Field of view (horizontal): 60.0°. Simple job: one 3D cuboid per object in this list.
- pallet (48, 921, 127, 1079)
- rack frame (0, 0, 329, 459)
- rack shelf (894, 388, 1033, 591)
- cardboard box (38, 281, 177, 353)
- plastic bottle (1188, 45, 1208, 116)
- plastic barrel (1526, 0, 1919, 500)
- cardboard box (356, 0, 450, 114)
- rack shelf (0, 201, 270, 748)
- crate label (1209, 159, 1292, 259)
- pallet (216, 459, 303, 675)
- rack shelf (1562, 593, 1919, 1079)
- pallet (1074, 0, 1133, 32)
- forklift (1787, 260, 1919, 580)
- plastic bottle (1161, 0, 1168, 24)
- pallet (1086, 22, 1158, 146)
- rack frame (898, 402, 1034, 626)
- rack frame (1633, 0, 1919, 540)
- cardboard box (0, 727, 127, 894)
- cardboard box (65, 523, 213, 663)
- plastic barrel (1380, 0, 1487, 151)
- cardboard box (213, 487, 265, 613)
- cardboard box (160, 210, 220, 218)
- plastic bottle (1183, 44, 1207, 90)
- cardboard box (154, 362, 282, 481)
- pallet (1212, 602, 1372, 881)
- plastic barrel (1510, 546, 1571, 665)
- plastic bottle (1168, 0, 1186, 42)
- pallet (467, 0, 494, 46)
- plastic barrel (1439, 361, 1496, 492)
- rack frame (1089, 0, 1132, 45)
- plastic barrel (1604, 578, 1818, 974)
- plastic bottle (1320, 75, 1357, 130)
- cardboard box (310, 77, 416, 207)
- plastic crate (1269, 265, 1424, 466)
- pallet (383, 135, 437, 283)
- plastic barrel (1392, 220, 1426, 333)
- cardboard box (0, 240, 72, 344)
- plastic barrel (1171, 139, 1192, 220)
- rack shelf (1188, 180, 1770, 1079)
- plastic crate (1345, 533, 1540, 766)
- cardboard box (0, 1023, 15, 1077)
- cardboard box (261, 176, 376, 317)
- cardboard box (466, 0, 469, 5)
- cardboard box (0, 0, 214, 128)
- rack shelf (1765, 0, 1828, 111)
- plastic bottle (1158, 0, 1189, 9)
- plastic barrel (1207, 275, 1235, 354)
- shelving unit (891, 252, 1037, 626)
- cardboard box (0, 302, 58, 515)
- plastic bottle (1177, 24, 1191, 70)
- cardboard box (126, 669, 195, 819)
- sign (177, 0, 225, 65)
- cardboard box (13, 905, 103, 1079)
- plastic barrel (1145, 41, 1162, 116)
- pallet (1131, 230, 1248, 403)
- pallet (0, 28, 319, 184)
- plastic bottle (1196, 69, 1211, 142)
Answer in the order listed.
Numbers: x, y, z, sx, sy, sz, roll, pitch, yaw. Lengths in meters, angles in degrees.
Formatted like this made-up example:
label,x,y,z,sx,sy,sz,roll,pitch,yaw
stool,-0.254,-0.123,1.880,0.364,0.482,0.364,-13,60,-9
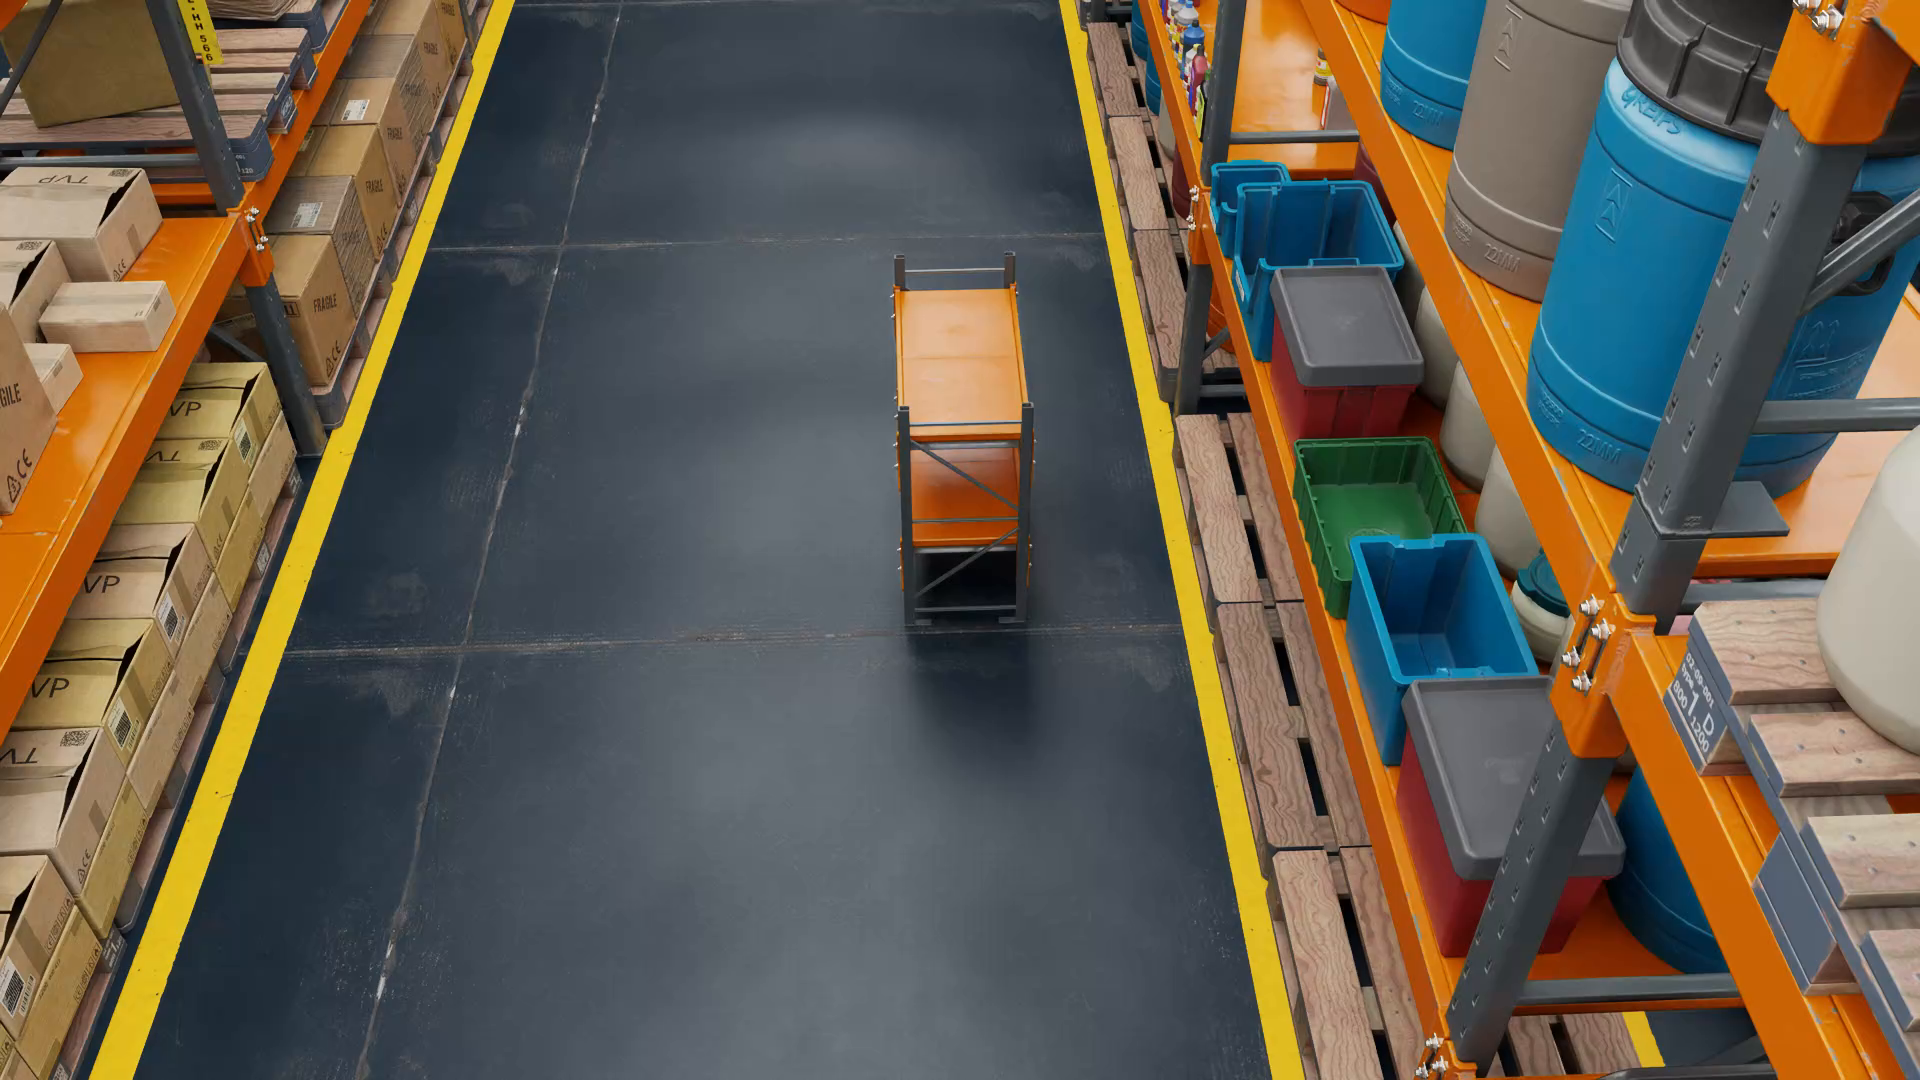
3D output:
label,x,y,z,sx,sy,sz,roll,pitch,yaw
pallet,-3.342,1.720,5.217,1.003,0.211,1.213,-2,43,-2
rack frame,-3.442,-1.512,6.679,1.000,3.000,0.127,-2,43,-2
rack shelf,0.000,-0.239,7.040,0.538,0.278,1.000,-2,43,-2
cardboard box,-3.127,-0.820,6.110,0.380,0.149,0.250,-2,43,-2
plastic bottle,1.054,-2.025,7.325,0.061,0.283,0.133,-2,43,-2
plastic barrel,1.439,-0.578,3.070,0.600,0.901,0.708,-2,43,-2
cardboard box,-3.292,-2.794,9.602,0.500,0.500,0.500,-2,43,-2
rack shelf,-3.357,0.104,5.449,1.077,0.370,4.000,-2,43,-2
crate label,1.151,-1.294,6.566,0.303,0.233,0.416,-2,43,-2
pallet,-3.446,0.073,7.014,1.003,0.211,1.213,-2,43,-2
rack shelf,1.762,1.559,1.642,1.077,0.370,4.000,-2,43,-2
pallet,1.267,-3.819,11.260,1.003,0.211,1.213,-2,43,-2
forklift,3.172,-0.207,5.306,1.130,2.935,3.031,-1,43,-2
plastic bottle,1.015,-2.641,7.997,0.061,0.283,0.133,-2,43,-2
pallet,1.329,-2.801,10.150,1.003,0.211,1.213,-2,43,-2
rack frame,0.021,-0.076,6.500,0.500,1.125,0.032,-2,43,-2
rack frame,1.677,-1.162,1.858,1.000,3.000,0.127,-2,43,-2
cardboard box,-3.080,0.867,5.393,0.500,0.311,0.500,-3,43,-3
cardboard box,-3.126,0.179,6.144,0.500,0.311,0.500,-2,43,-2
plastic barrel,1.383,-1.462,4.034,0.600,0.901,0.708,-2,43,-2
cardboard box,-3.150,0.043,6.707,0.500,0.250,0.500,-2,43,-2
cardboard box,-3.723,-1.691,7.845,0.500,0.250,0.500,0,43,0
plastic bottle,1.063,-2.139,7.510,0.097,0.201,0.097,0,43,0
cardboard box,-3.173,-0.513,6.899,0.500,0.311,0.500,-1,43,-1
pallet,1.550,0.722,6.306,1.003,0.211,1.213,-2,43,-2
plastic barrel,1.774,0.202,4.912,0.301,0.262,0.301,0,43,0
plastic bottle,1.043,-2.467,7.869,0.097,0.201,0.097,0,43,0
pallet,-3.640,-3.648,11.073,1.003,0.211,1.213,-2,43,-2
plastic barrel,1.806,-0.440,5.410,0.433,0.535,0.433,0,43,0
rack frame,1.337,-4.352,9.778,1.000,3.000,0.127,-2,43,-2
plastic barrel,1.963,0.595,4.010,0.600,0.901,0.708,-2,43,-2
plastic bottle,1.660,-1.902,7.197,0.152,0.276,0.135,-2,43,-2
cardboard box,-3.247,-2.112,8.859,0.500,0.500,0.500,-3,43,-3
plastic crate,1.270,-0.575,5.610,0.402,0.464,0.583,-2,43,-2
pallet,-3.484,-1.810,9.069,1.003,0.211,1.213,-2,43,-2
plastic barrel,1.764,-1.004,6.043,0.421,0.512,0.421,0,43,0
cardboard box,-3.597,-0.869,6.044,0.500,0.311,0.500,-2,43,-2
plastic barrel,1.422,-2.009,8.696,0.600,0.588,0.708,-2,43,-2
rack shelf,1.592,-0.036,5.602,1.077,0.370,4.000,-2,43,-2
plastic crate,1.320,0.319,4.694,0.392,0.384,0.575,-2,43,-2
cardboard box,-3.041,1.555,4.643,0.500,0.311,0.500,-2,43,-2
cardboard box,-3.203,-1.421,8.105,0.500,0.500,0.500,-3,43,-3
cardboard box,-3.413,-3.673,10.701,0.500,0.311,0.500,-2,43,-2
cardboard box,-3.581,-2.125,6.964,0.700,0.500,0.500,-15,45,-16
rack shelf,1.592,-2.100,3.710,1.077,0.370,4.000,-2,43,-2
plastic bottle,1.050,-2.774,8.093,0.144,0.351,0.185,-2,43,-2
plastic barrel,1.470,-1.336,7.783,0.600,0.830,0.708,-2,43,-2
shelving unit,0.000,-0.419,6.875,0.538,1.125,1.048,-2,43,-2
cardboard box,-3.354,-0.416,5.410,0.500,0.500,0.500,-4,43,-4
plastic bottle,1.055,-2.270,7.654,0.097,0.201,0.097,0,43,0
cardboard box,-3.107,0.730,5.958,0.500,0.250,0.500,-1,43,-1
sign,-2.887,-1.957,6.308,0.100,0.325,0.005,-2,43,-2
cardboard box,-3.062,1.423,5.202,0.500,0.250,0.500,-1,43,-1
plastic barrel,1.374,-2.887,9.422,0.600,0.901,0.708,-2,43,-2
pallet,1.432,-1.154,8.353,1.003,0.211,1.213,-2,43,-2
pallet,-3.541,-1.896,7.241,1.213,0.211,1.003,-2,43,-2
plastic bottle,1.064,-1.869,7.155,0.061,0.283,0.133,-2,43,-2
